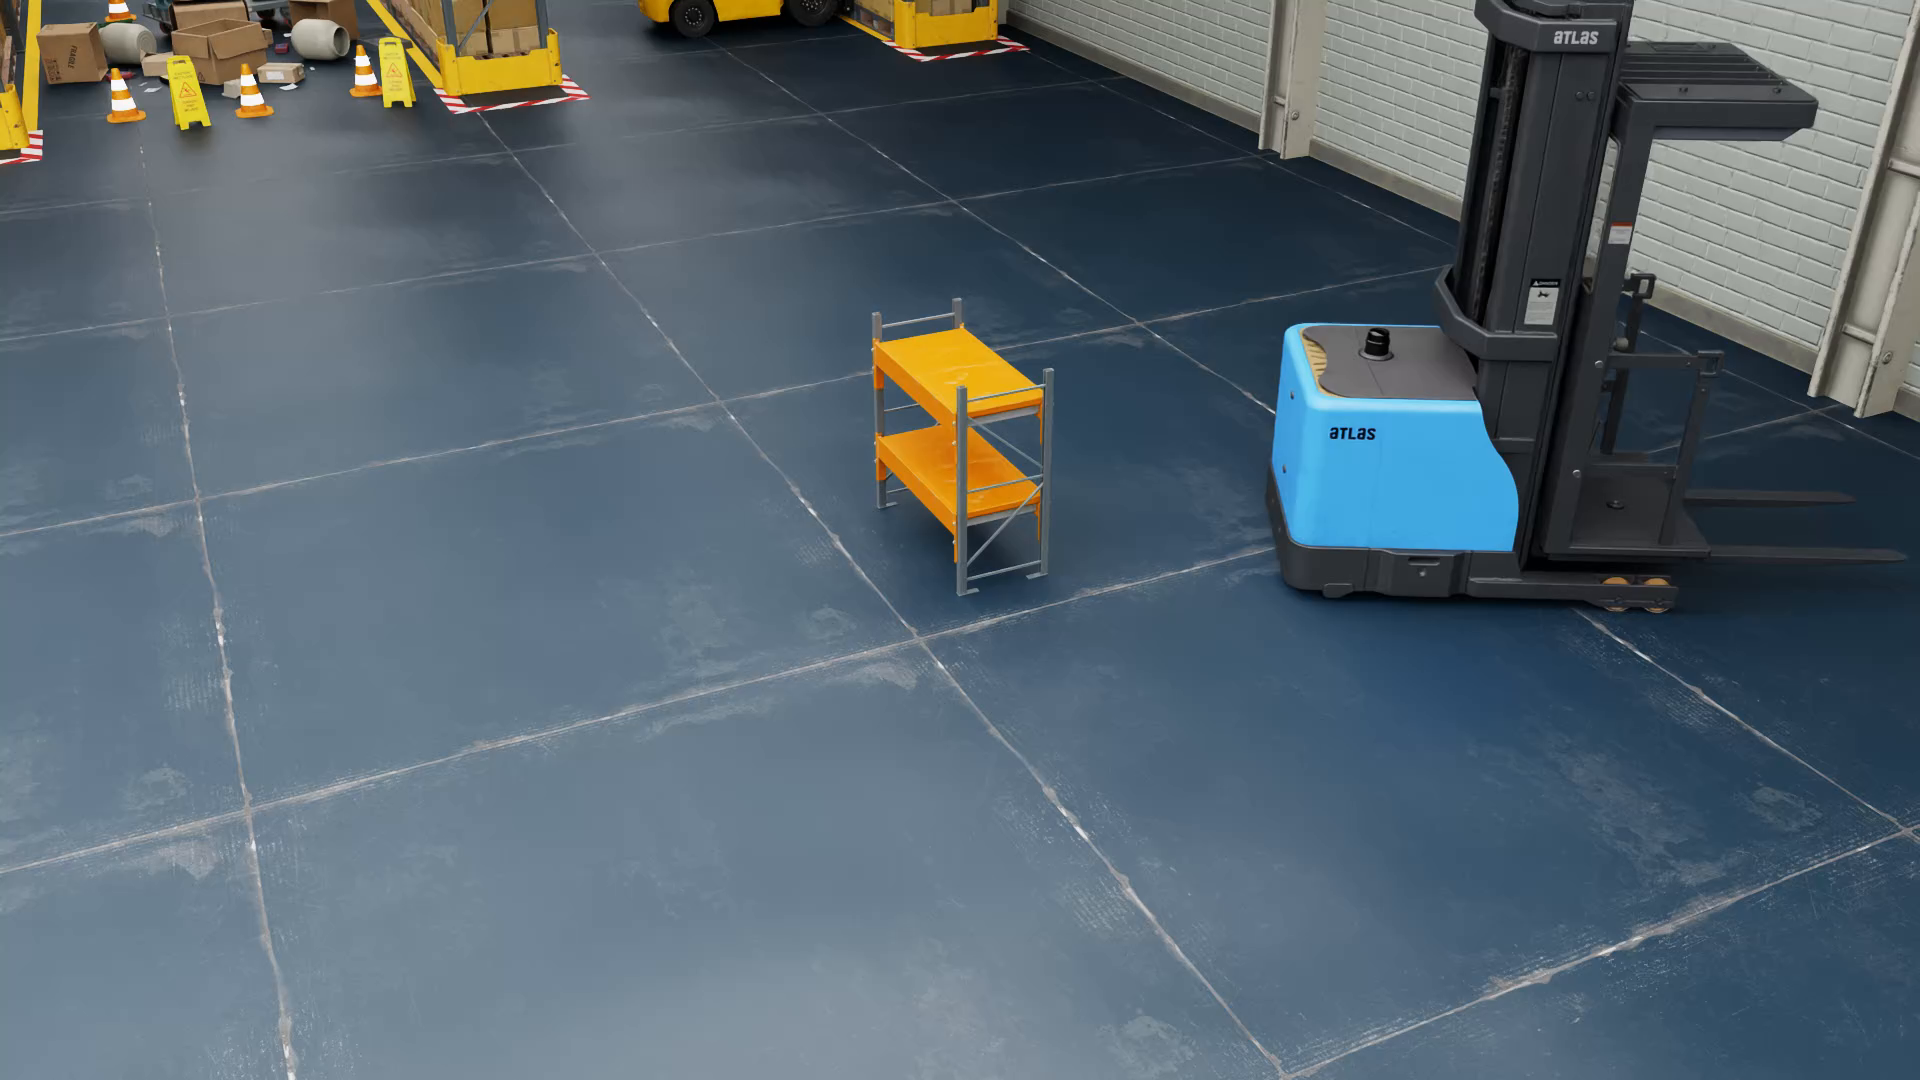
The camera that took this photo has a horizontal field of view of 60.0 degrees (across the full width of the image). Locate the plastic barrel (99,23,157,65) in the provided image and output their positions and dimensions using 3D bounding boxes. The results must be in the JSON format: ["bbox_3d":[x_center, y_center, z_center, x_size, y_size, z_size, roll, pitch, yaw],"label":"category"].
[{"bbox_3d":[-8.916,-5.304,17.777,0.512,0.421,0.421,7,30,13],"label":"plastic barrel"}]

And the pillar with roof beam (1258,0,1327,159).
[{"bbox_3d":[-0.959,-6.527,11.190,9.100,9.000,0.400,-13,32,-22],"label":"pillar with roof beam"}]

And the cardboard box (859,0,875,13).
[{"bbox_3d":[-0.854,-6.315,19.327,0.500,0.250,0.500,-13,32,-22],"label":"cardboard box"}]

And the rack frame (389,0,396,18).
[{"bbox_3d":[-6.361,-7.691,19.399,1.000,3.000,0.127,-13,32,-22],"label":"rack frame"}]

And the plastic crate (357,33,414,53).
[{"bbox_3d":[-6.427,-5.552,18.569,0.583,0.080,0.402,26,38,38],"label":"plastic crate"}]

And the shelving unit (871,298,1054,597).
[{"bbox_3d":[-0.003,-0.494,8.480,0.538,1.125,1.048,-13,32,-22],"label":"shelving unit"}]

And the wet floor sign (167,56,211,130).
[{"bbox_3d":[-7.270,-4.216,15.609,0.267,0.644,0.232,-19,35,-30],"label":"wet floor sign"}]

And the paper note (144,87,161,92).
[{"bbox_3d":[-8.193,-4.575,16.880,0.144,0.017,0.142,-3,29,-5],"label":"paper note"}]

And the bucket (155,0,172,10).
[{"bbox_3d":[-8.647,-6.266,18.651,0.726,0.611,0.620,-3,19,-5],"label":"bucket"}]

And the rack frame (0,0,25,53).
[{"bbox_3d":[-10.788,-6.607,17.466,1.000,3.000,0.127,-13,32,-22],"label":"rack frame"}]

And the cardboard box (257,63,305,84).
[{"bbox_3d":[-7.030,-4.835,17.221,0.380,0.149,0.250,2,29,4],"label":"cardboard box"}]

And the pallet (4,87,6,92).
[{"bbox_3d":[-9.485,-3.961,15.598,1.003,0.211,1.213,-13,32,-22],"label":"pallet"}]

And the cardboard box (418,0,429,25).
[{"bbox_3d":[-5.450,-5.764,17.578,0.500,0.500,0.500,-12,31,-20],"label":"cardboard box"}]

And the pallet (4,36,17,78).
[{"bbox_3d":[-10.532,-5.039,17.520,1.003,0.211,1.213,-13,32,-22],"label":"pallet"}]

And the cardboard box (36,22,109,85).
[{"bbox_3d":[-9.195,-5.048,17.238,0.500,0.500,0.500,-8,30,-13],"label":"cardboard box"}]

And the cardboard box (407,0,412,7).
[{"bbox_3d":[-5.890,-6.221,18.393,0.500,0.500,0.500,-11,31,-19],"label":"cardboard box"}]

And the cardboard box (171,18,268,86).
[{"bbox_3d":[-7.684,-5.080,17.294,0.637,0.503,0.797,13,32,21],"label":"cardboard box"}]

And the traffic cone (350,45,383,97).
[{"bbox_3d":[-5.993,-4.737,16.724,0.336,0.463,0.334,-13,32,-22],"label":"traffic cone"}]

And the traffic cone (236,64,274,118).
[{"bbox_3d":[-6.850,-4.354,16.041,0.336,0.463,0.334,-13,32,-22],"label":"traffic cone"}]

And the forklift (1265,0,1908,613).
[{"bbox_3d":[3.142,-1.191,7.877,3.031,2.935,1.130,1,29,3],"label":"forklift"}]

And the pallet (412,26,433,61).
[{"bbox_3d":[-5.513,-5.646,18.603,1.003,0.211,1.213,-13,32,-22],"label":"pallet"}]

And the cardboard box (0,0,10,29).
[{"bbox_3d":[-11.136,-6.064,18.369,1.050,0.750,0.750,-13,32,-22],"label":"cardboard box"}]

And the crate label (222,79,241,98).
[{"bbox_3d":[-7.243,-4.546,16.717,0.298,0.136,0.250,19,34,30],"label":"crate label"}]

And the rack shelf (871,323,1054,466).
[{"bbox_3d":[-0.003,-0.749,8.337,0.538,0.278,1.000,-13,32,-22],"label":"rack shelf"}]

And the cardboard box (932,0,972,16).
[{"bbox_3d":[-0.196,-6.210,19.140,0.500,0.250,0.500,-13,32,-22],"label":"cardboard box"}]

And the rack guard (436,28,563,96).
[{"bbox_3d":[-4.676,-4.868,16.919,1.175,0.500,0.348,-13,32,-22],"label":"rack guard"}]

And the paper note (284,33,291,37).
[{"bbox_3d":[-7.674,-5.804,19.069,0.148,0.019,0.142,-13,32,-22],"label":"paper note"}]

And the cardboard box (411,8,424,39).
[{"bbox_3d":[-5.679,-5.669,18.175,0.500,0.250,0.500,-14,32,-24],"label":"cardboard box"}]

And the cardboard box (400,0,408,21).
[{"bbox_3d":[-6.112,-6.124,18.987,0.500,0.250,0.500,-11,31,-19],"label":"cardboard box"}]

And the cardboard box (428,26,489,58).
[{"bbox_3d":[-5.244,-5.219,17.373,0.500,0.250,0.500,-13,32,-22],"label":"cardboard box"}]

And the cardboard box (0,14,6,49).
[{"bbox_3d":[-10.581,-5.571,17.361,0.875,0.875,0.875,-13,32,-21],"label":"cardboard box"}]

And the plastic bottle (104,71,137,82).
[{"bbox_3d":[-8.730,-4.829,17.299,0.133,0.061,0.283,26,38,38],"label":"plastic bottle"}]

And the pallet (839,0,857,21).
[{"bbox_3d":[-1.048,-6.619,20.338,1.003,0.211,1.213,-13,32,-22],"label":"pallet"}]

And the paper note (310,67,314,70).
[{"bbox_3d":[-6.891,-5.018,17.689,0.032,0.001,0.123,-13,32,-22],"label":"paper note"}]

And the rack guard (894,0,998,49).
[{"bbox_3d":[-0.152,-5.867,18.702,1.175,0.500,0.348,-13,32,-22],"label":"rack guard"}]

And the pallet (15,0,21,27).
[{"bbox_3d":[-11.715,-6.256,19.690,1.003,0.211,1.213,-13,32,-22],"label":"pallet"}]

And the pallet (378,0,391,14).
[{"bbox_3d":[-6.696,-6.819,20.694,1.003,0.211,1.213,-13,32,-22],"label":"pallet"}]

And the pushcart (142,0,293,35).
[{"bbox_3d":[-8.399,-6.047,19.147,0.936,0.377,1.648,26,38,38],"label":"pushcart"}]

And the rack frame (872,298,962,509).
[{"bbox_3d":[-0.221,-0.718,8.881,0.500,1.125,0.032,-13,32,-22],"label":"rack frame"}]

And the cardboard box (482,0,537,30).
[{"bbox_3d":[-4.751,-5.660,17.392,0.500,0.500,0.500,-14,32,-24],"label":"cardboard box"}]
